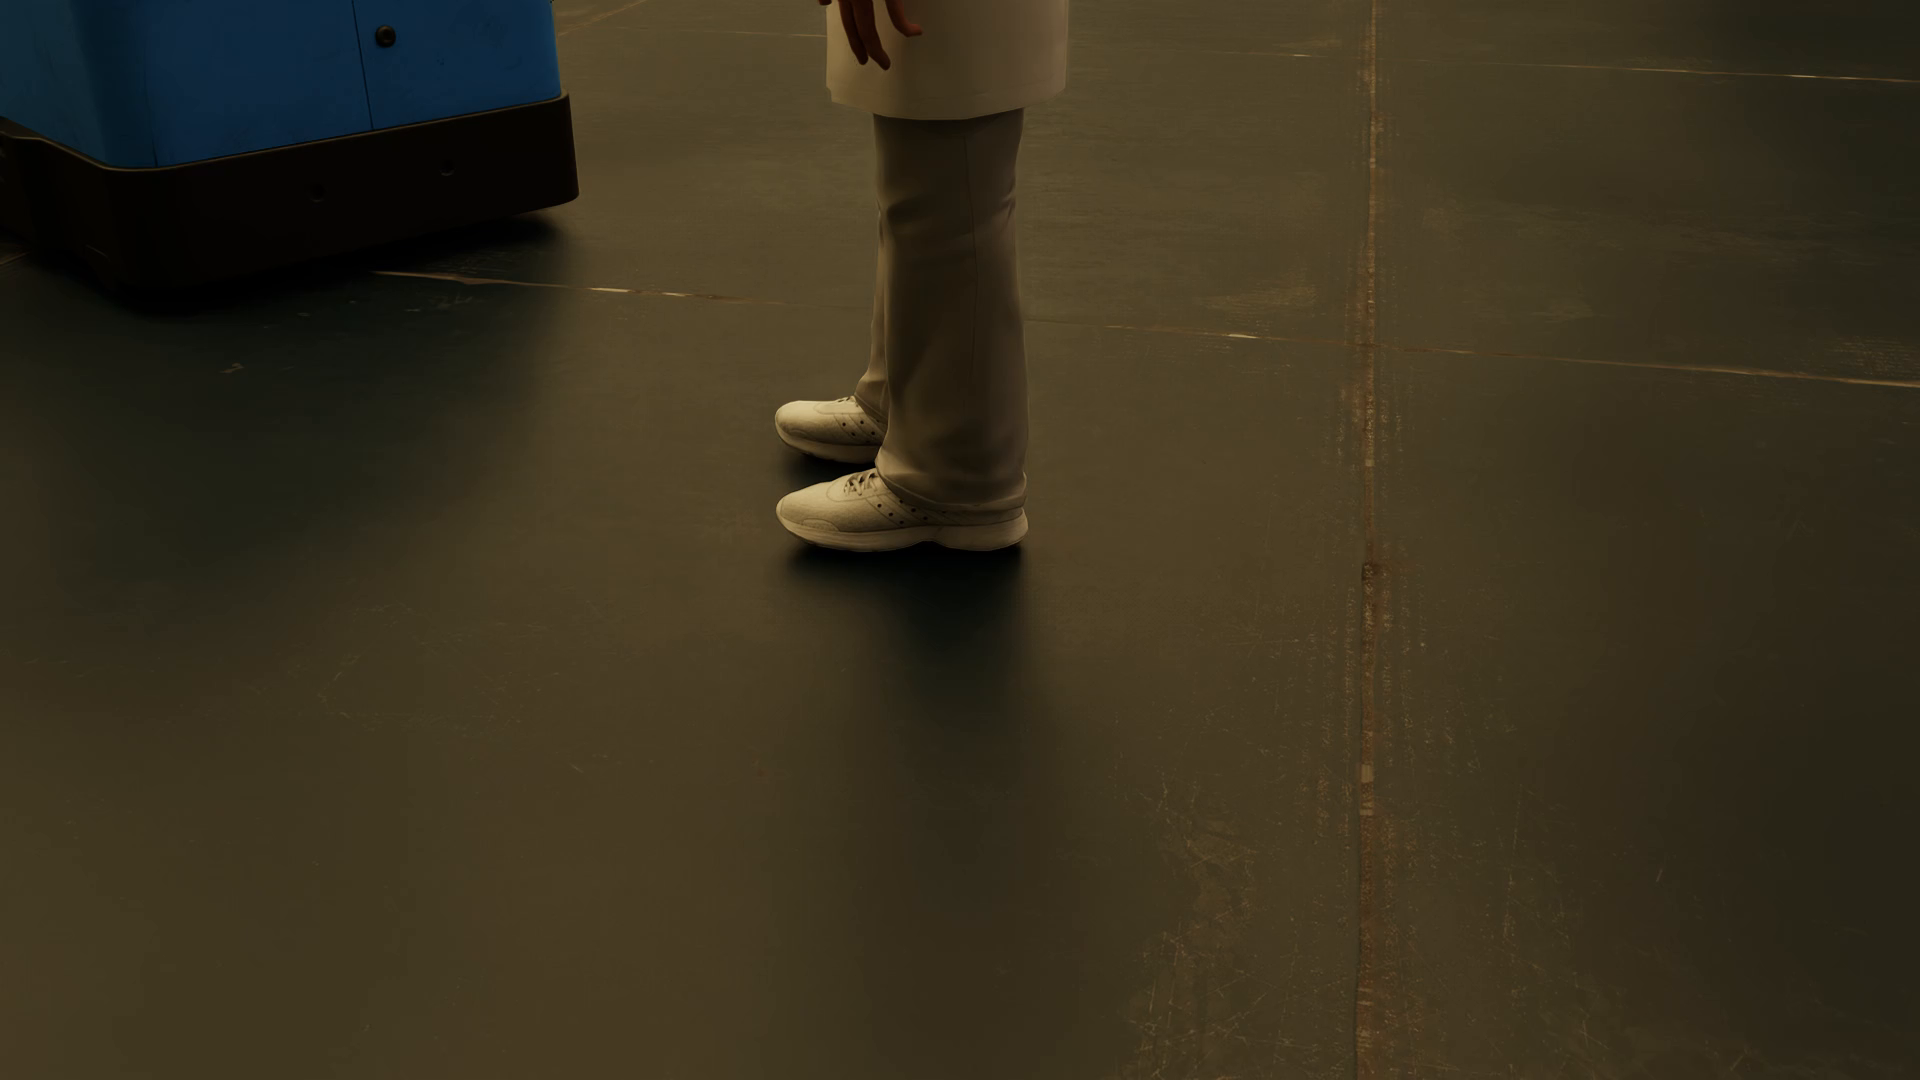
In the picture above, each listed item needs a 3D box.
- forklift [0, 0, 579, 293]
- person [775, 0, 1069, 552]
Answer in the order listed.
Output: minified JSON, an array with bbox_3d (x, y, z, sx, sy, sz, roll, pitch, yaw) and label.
[{"bbox_3d":[-2.304,-2.378,3.960,1.130,2.935,3.031,-24,35,-39],"label":"forklift"},{"bbox_3d":[-0.088,-0.811,2.117,0.578,1.778,0.698,6,27,11],"label":"person"}]
